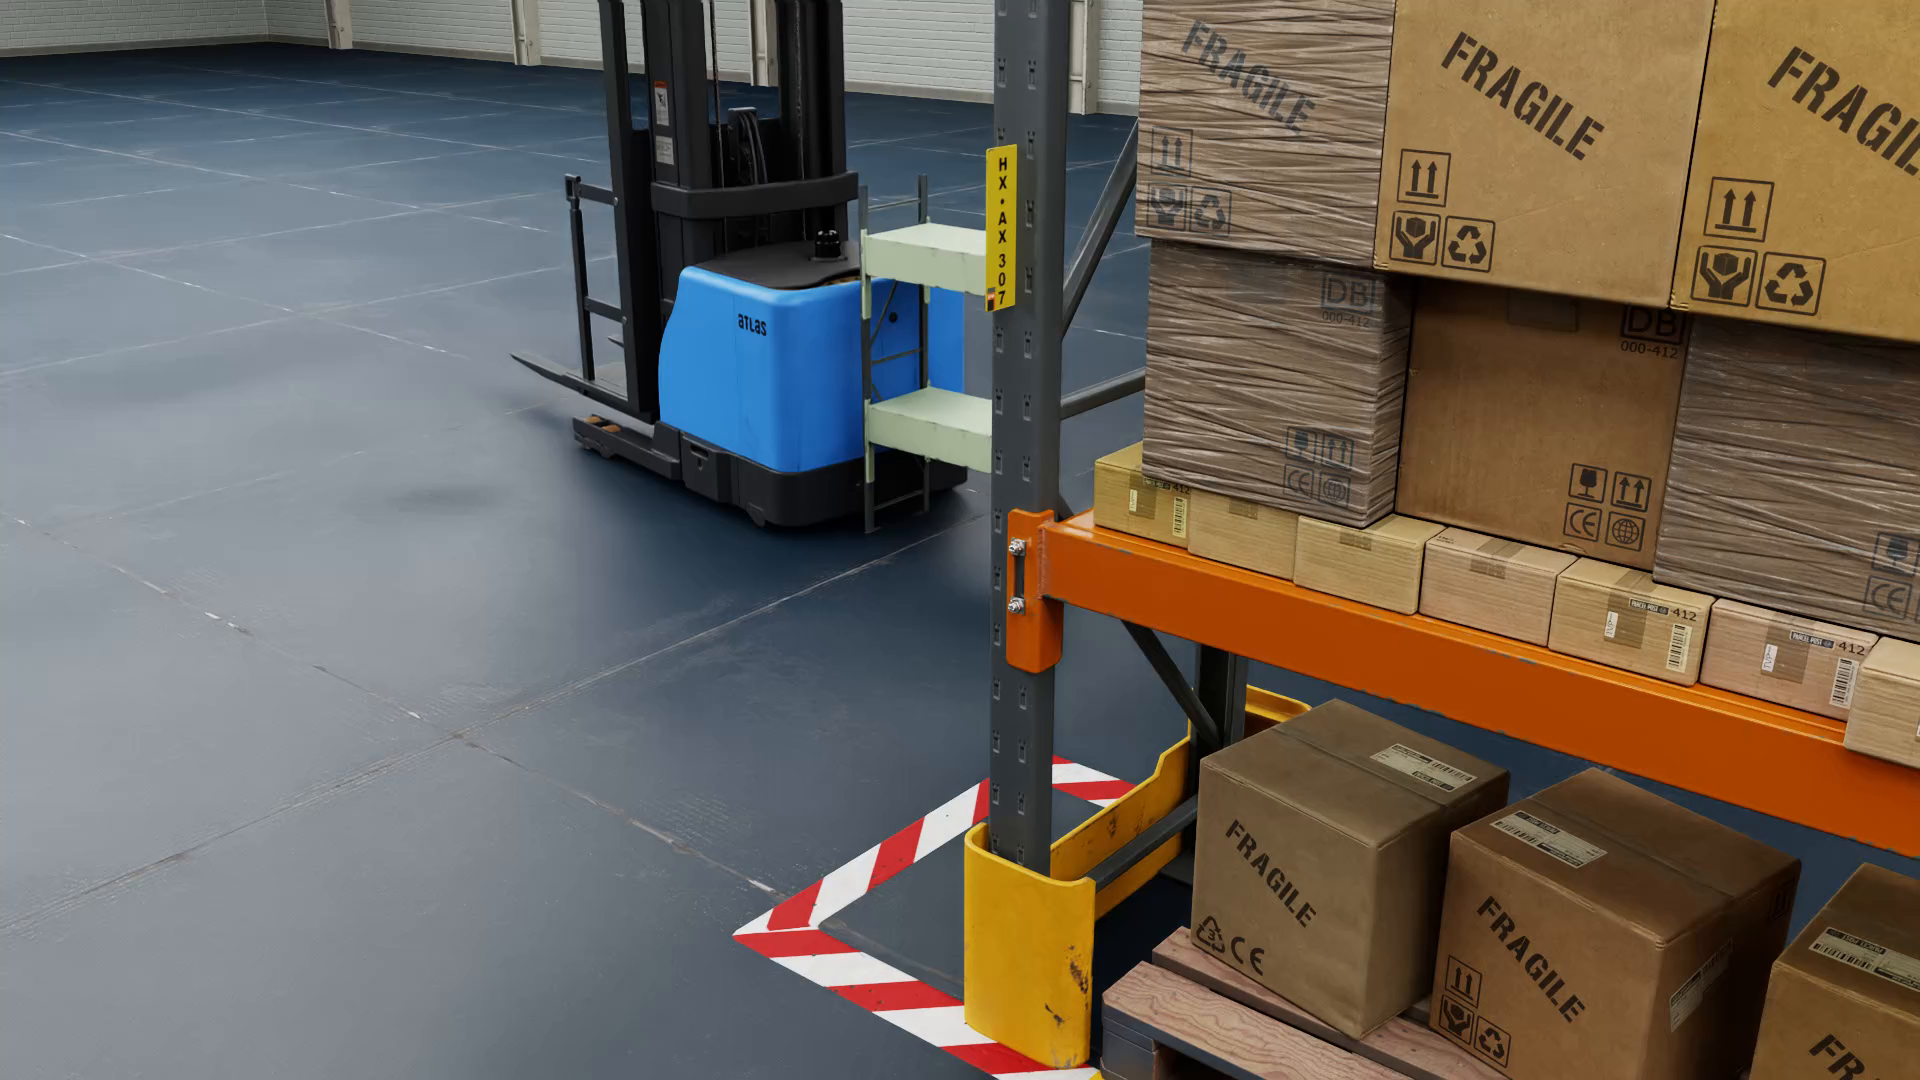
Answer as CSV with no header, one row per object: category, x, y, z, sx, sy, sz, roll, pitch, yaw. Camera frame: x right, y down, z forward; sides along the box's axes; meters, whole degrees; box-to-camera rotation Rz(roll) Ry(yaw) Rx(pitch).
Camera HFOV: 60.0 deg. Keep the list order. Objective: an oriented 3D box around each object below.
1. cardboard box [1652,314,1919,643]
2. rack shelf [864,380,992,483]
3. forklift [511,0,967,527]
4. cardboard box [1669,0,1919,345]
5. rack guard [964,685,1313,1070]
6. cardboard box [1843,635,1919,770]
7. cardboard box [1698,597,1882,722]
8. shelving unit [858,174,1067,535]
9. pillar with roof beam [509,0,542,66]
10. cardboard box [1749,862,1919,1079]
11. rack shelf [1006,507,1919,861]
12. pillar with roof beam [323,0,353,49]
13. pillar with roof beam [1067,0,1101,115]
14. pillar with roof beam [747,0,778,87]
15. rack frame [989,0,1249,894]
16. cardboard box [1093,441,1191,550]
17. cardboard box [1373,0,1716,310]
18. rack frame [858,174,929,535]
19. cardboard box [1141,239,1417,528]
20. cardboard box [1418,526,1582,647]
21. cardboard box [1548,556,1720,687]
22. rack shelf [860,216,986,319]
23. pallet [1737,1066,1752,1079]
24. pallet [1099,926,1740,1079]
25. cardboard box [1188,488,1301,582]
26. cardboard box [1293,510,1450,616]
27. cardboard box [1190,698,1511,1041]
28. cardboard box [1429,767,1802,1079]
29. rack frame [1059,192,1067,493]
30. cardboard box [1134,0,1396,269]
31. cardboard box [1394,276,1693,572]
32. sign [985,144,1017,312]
cardboard box,1.660,-0.225,2.950,0.500,0.500,0.875,16,26,36
rack shelf,0.004,-0.392,7.007,0.720,0.370,0.431,17,26,37
forklift,-1.294,-1.873,7.982,1.130,2.935,3.031,-16,26,-37
cardboard box,1.453,-0.603,2.536,0.500,0.500,0.500,16,26,36
rack guard,0.487,0.816,4.297,0.348,0.500,1.175,16,26,36
cardboard box,1.599,0.236,2.646,0.250,0.149,0.380,16,26,36
cardboard box,1.471,0.152,2.869,0.250,0.149,0.380,16,26,36
shelving unit,0.004,-0.697,6.892,0.755,1.500,0.431,17,26,37
pillar with roof beam,-10.402,-11.498,24.906,0.400,9.000,9.100,16,26,36
cardboard box,1.859,1.015,3.173,0.500,0.500,0.500,19,28,41
rack shelf,1.977,0.412,2.845,4.000,0.370,1.077,16,26,36
pillar with roof beam,-15.051,-12.837,28.455,0.400,9.000,9.100,16,26,36
pillar with roof beam,-1.106,-8.821,17.806,0.400,9.000,9.100,16,26,36
pillar with roof beam,-5.754,-10.160,21.356,0.400,9.000,9.100,16,26,36
rack frame,0.428,-0.371,3.901,0.127,3.000,1.000,16,26,36
cardboard box,0.498,-0.125,3.604,0.250,0.149,0.380,16,26,36
cardboard box,1.065,-0.714,2.831,0.500,0.500,0.500,16,26,36
rack frame,-0.276,-0.781,7.113,0.023,1.500,0.400,17,26,37
cardboard box,0.837,-0.427,3.486,0.500,0.500,0.875,16,26,36
cardboard box,1.071,0.046,3.150,0.250,0.149,0.380,16,26,36
cardboard box,1.260,0.104,2.997,0.250,0.149,0.380,16,26,36
rack shelf,0.004,-1.063,6.754,0.720,0.370,0.431,17,26,37
pallet,2.035,1.414,3.120,1.213,0.211,1.003,16,26,36
pallet,1.094,1.142,3.842,1.213,0.211,1.003,16,26,36
cardboard box,0.680,-0.064,3.442,0.250,0.149,0.380,16,26,36
cardboard box,0.864,-0.004,3.283,0.250,0.149,0.380,16,26,36
cardboard box,0.901,0.746,3.886,0.500,0.500,0.500,-17,26,-37
cardboard box,1.386,0.870,3.558,0.500,0.500,0.500,-14,25,-33
rack frame,0.284,-0.614,6.671,0.023,1.500,0.400,17,26,37
cardboard box,0.682,-0.828,3.131,0.500,0.500,0.500,16,26,36
cardboard box,1.300,-0.348,3.277,0.500,0.500,0.875,16,26,36
sign,0.085,-0.628,3.355,0.005,0.325,0.100,16,26,36
